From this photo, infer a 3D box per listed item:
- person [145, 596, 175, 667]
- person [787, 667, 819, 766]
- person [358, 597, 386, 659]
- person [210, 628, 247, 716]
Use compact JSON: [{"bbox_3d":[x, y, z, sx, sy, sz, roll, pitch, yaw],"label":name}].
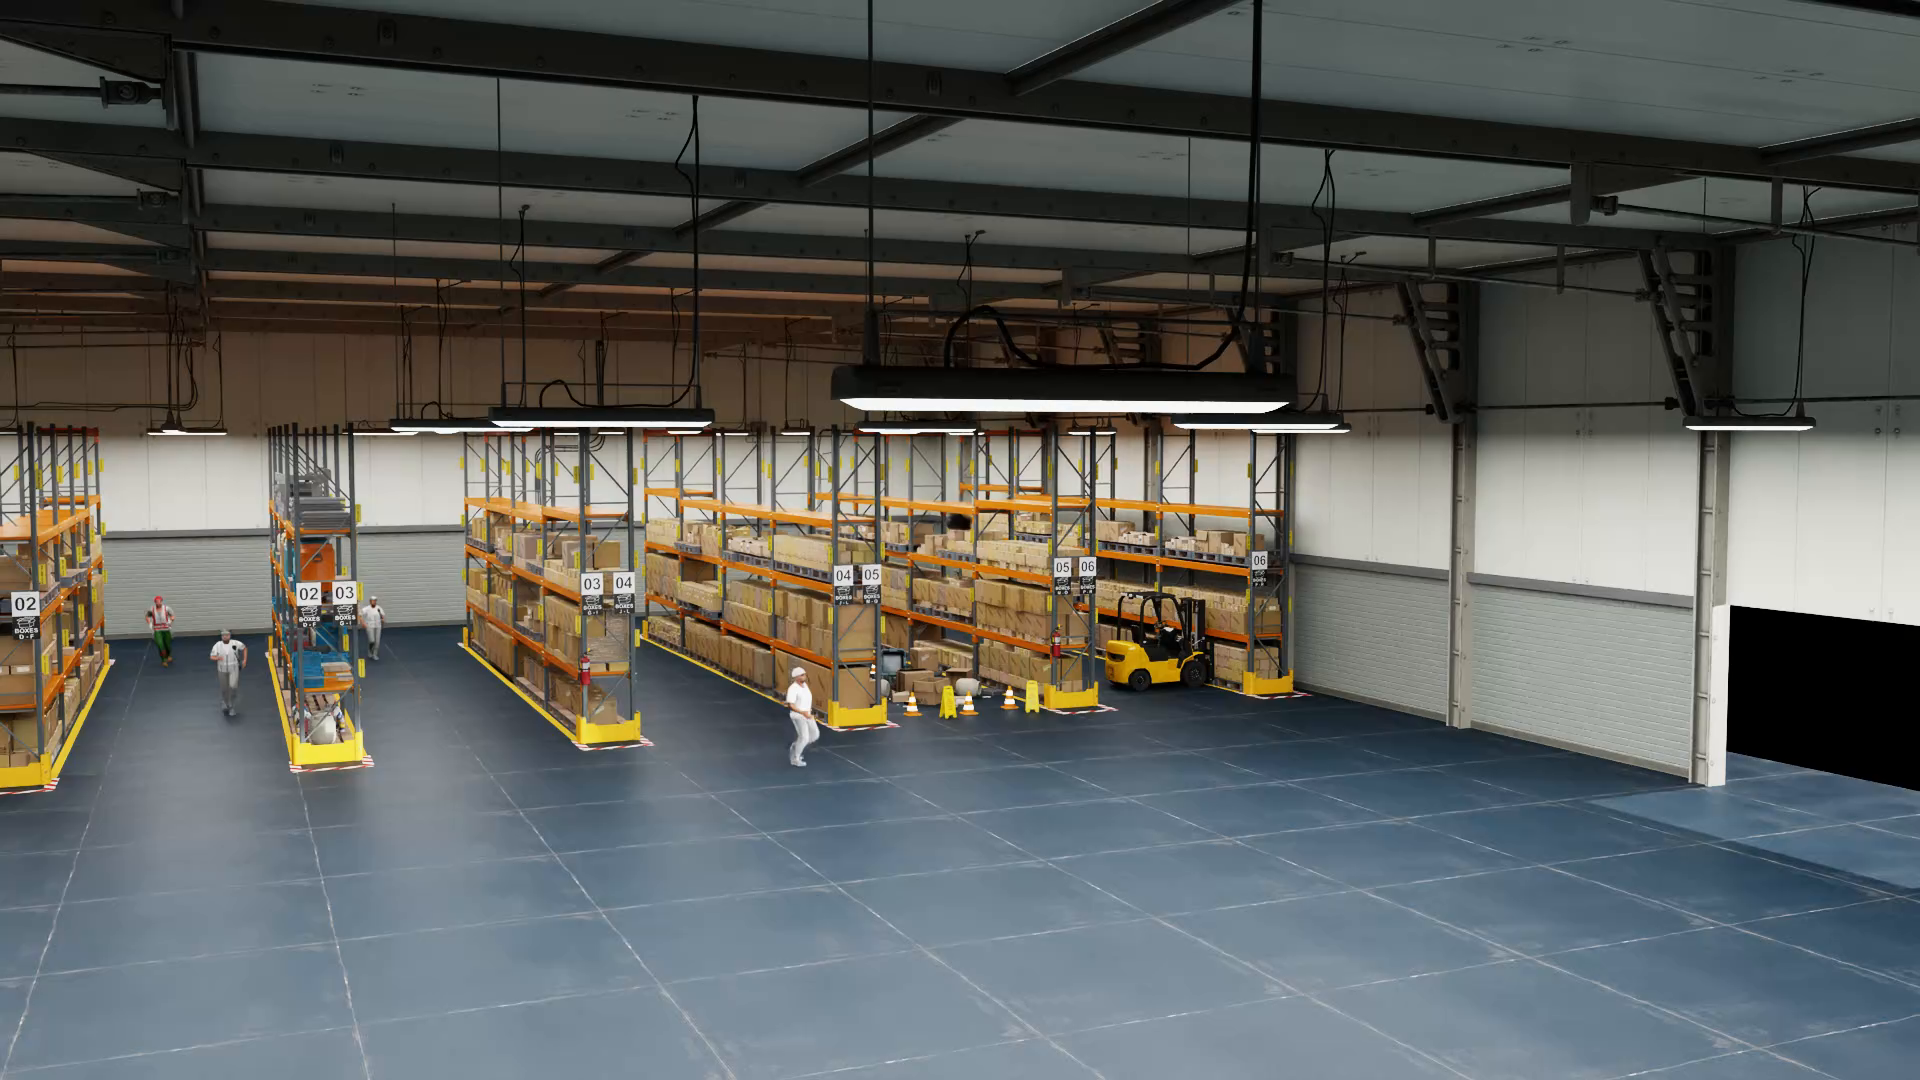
[{"bbox_3d":[-20.143,2.279,41.888,0.681,1.774,0.845,-1,4,-19],"label":"person"},{"bbox_3d":[-2.747,3.083,29.099,0.505,1.723,0.709,1,4,19],"label":"person"},{"bbox_3d":[-15.166,2.284,43.057,0.656,1.636,0.574,-3,4,-39],"label":"person"},{"bbox_3d":[-15.207,2.731,34.600,0.672,1.842,0.925,-1,4,-16],"label":"person"}]
